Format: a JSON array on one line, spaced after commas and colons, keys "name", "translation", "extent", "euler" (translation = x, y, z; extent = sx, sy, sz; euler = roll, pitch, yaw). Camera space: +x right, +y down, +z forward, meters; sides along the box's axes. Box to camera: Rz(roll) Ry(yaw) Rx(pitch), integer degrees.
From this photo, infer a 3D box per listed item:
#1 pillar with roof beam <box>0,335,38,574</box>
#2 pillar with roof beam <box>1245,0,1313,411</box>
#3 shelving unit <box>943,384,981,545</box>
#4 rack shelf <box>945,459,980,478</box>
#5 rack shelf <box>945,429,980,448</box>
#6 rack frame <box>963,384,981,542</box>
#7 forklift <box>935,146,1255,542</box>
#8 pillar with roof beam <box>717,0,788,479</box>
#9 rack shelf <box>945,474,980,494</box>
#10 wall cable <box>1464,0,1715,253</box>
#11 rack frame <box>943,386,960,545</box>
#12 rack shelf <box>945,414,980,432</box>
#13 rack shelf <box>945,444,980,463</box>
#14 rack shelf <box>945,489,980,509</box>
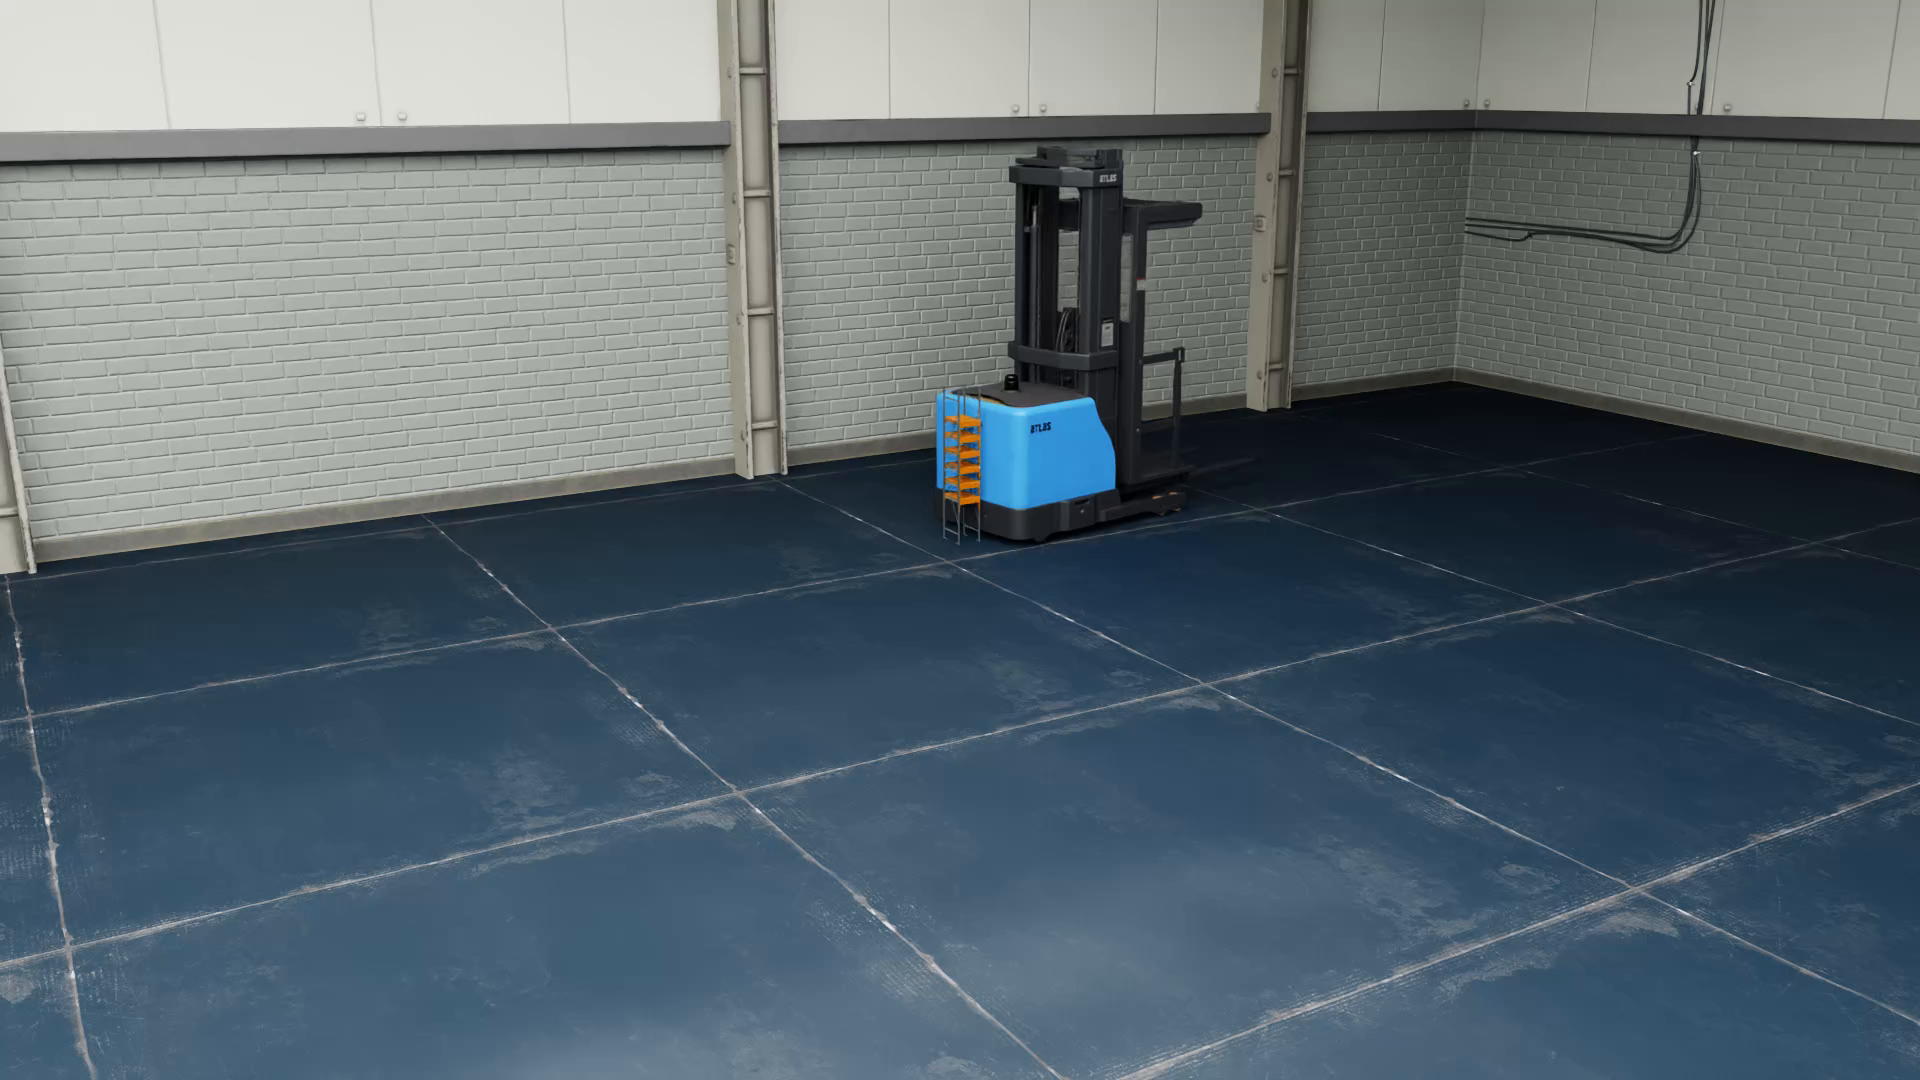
[{"name": "pillar with roof beam", "translation": [-4.729, -3.109, 7.330], "extent": [0.400, 9.000, 9.100], "euler": [-9, 18, -30]}, {"name": "pillar with roof beam", "translation": [5.558, -4.777, 13.281], "extent": [0.400, 9.000, 9.100], "euler": [-9, 18, -30]}, {"name": "shelving unit", "translation": [0.012, -0.580, 12.755], "extent": [0.189, 1.200, 0.258], "euler": [-9, 18, -30]}, {"name": "rack shelf", "translation": [0.012, -0.537, 12.767], "extent": [0.180, 0.103, 0.258], "euler": [-9, 18, -30]}, {"name": "rack shelf", "translation": [0.012, -0.768, 12.702], "extent": [0.180, 0.103, 0.258], "euler": [-9, 18, -30]}, {"name": "rack frame", "translation": [0.090, -0.593, 12.800], "extent": [0.006, 1.200, 0.240], "euler": [-9, 18, -30]}, {"name": "forklift", "translation": [1.239, -1.704, 13.559], "extent": [3.031, 2.935, 1.130], "euler": [-13, 20, -39]}, {"name": "pillar with roof beam", "translation": [0.414, -3.943, 10.305], "extent": [0.400, 9.000, 9.100], "euler": [-9, 18, -30]}, {"name": "rack shelf", "translation": [0.012, -0.421, 12.799], "extent": [0.180, 0.103, 0.258], "euler": [-9, 18, -30]}, {"name": "wall cable", "translation": [6.547, -4.382, 17.623], "extent": [0.112, 2.526, 3.097], "euler": [-9, 18, -30]}, {"name": "rack frame", "translation": [-0.066, -0.567, 12.709], "extent": [0.006, 1.200, 0.240], "euler": [-9, 18, -30]}, {"name": "rack shelf", "translation": [0.012, -0.884, 12.669], "extent": [0.180, 0.103, 0.258], "euler": [-9, 18, -30]}, {"name": "rack shelf", "translation": [0.012, -0.653, 12.734], "extent": [0.180, 0.103, 0.258], "euler": [-9, 18, -30]}, {"name": "rack shelf", "translation": [0.012, -0.306, 12.832], "extent": [0.180, 0.103, 0.258], "euler": [-9, 18, -30]}]
